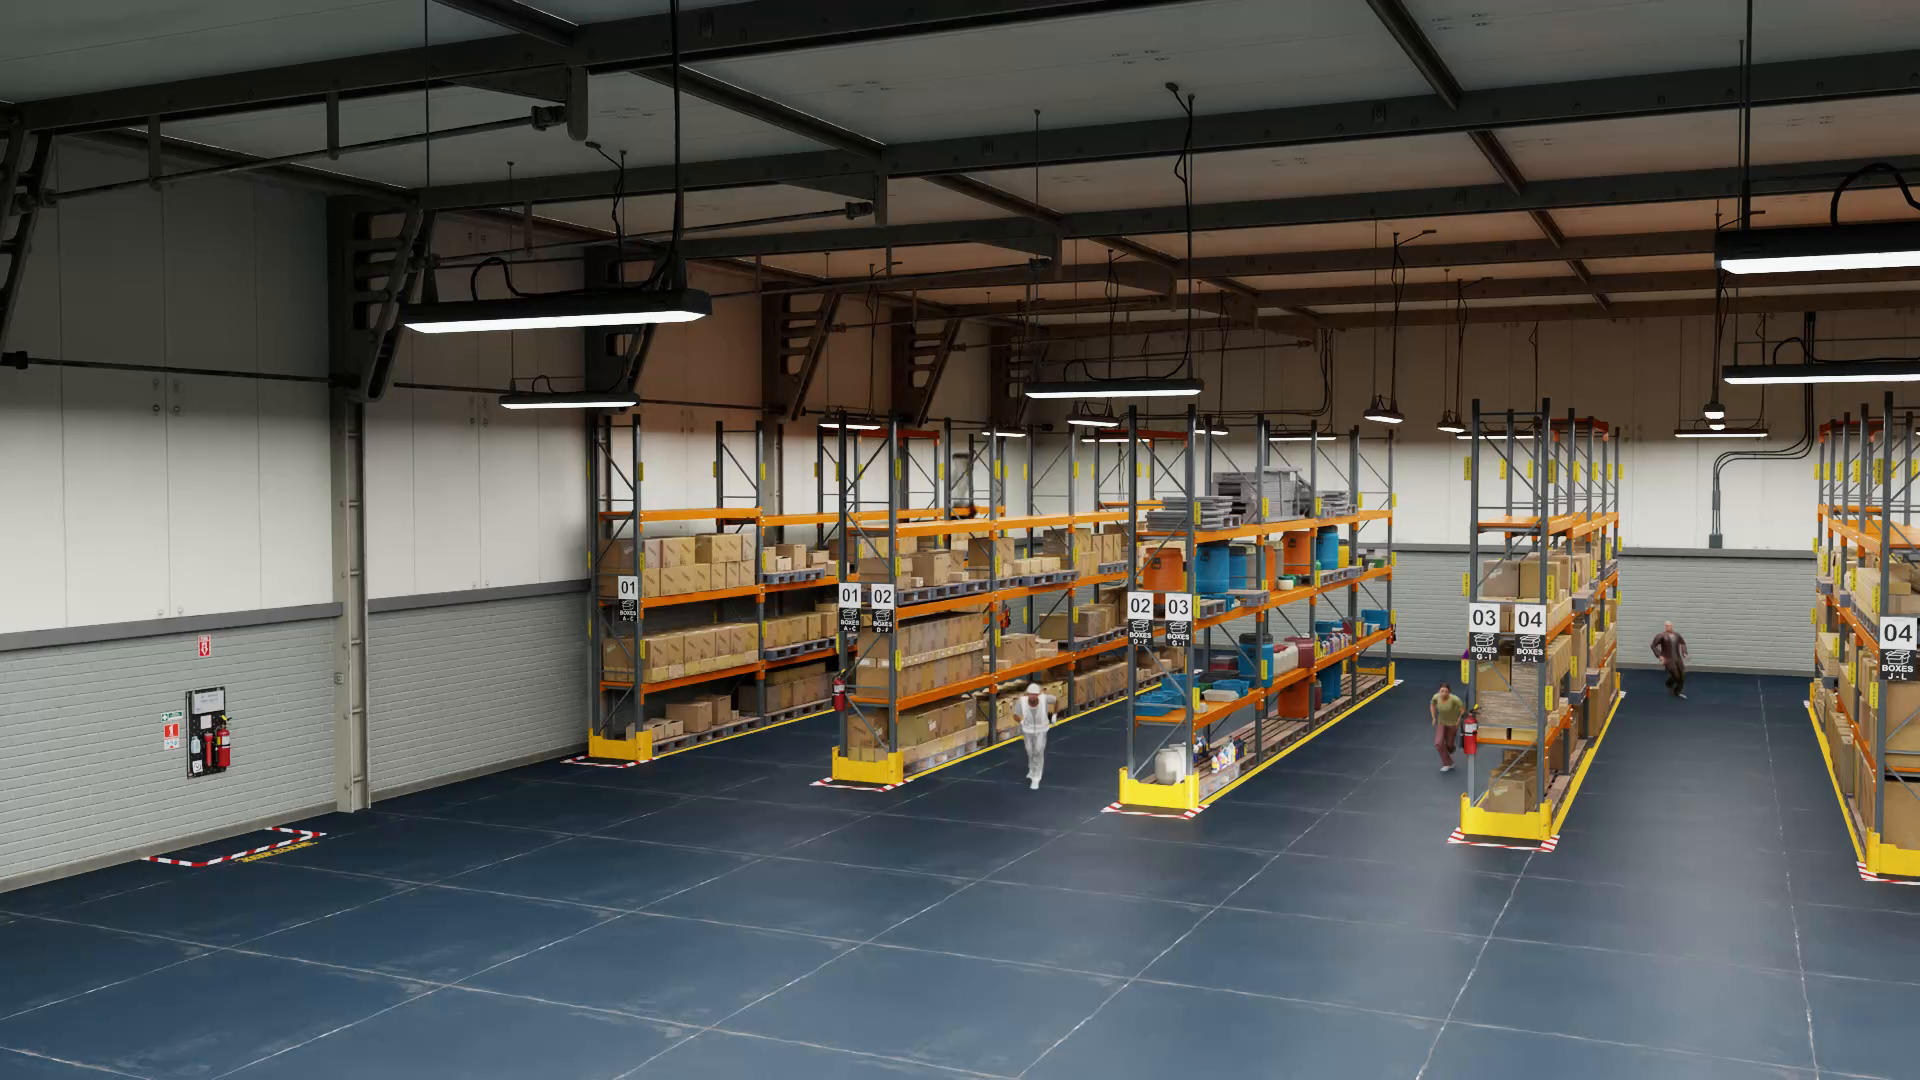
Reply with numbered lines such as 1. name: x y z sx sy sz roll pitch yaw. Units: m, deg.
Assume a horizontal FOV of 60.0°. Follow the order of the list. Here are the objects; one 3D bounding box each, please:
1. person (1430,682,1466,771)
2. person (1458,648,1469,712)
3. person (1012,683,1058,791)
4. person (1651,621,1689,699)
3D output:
1. person: 8.241 3.113 27.997 0.587 1.518 0.964 1 3 29
2. person: 10.506 2.760 33.806 0.919 1.758 0.749 2 3 42
3. person: 1.202 3.099 26.467 0.729 1.727 1.036 0 2 5
4. person: 15.673 2.645 36.652 0.769 1.713 0.566 0 2 -11
